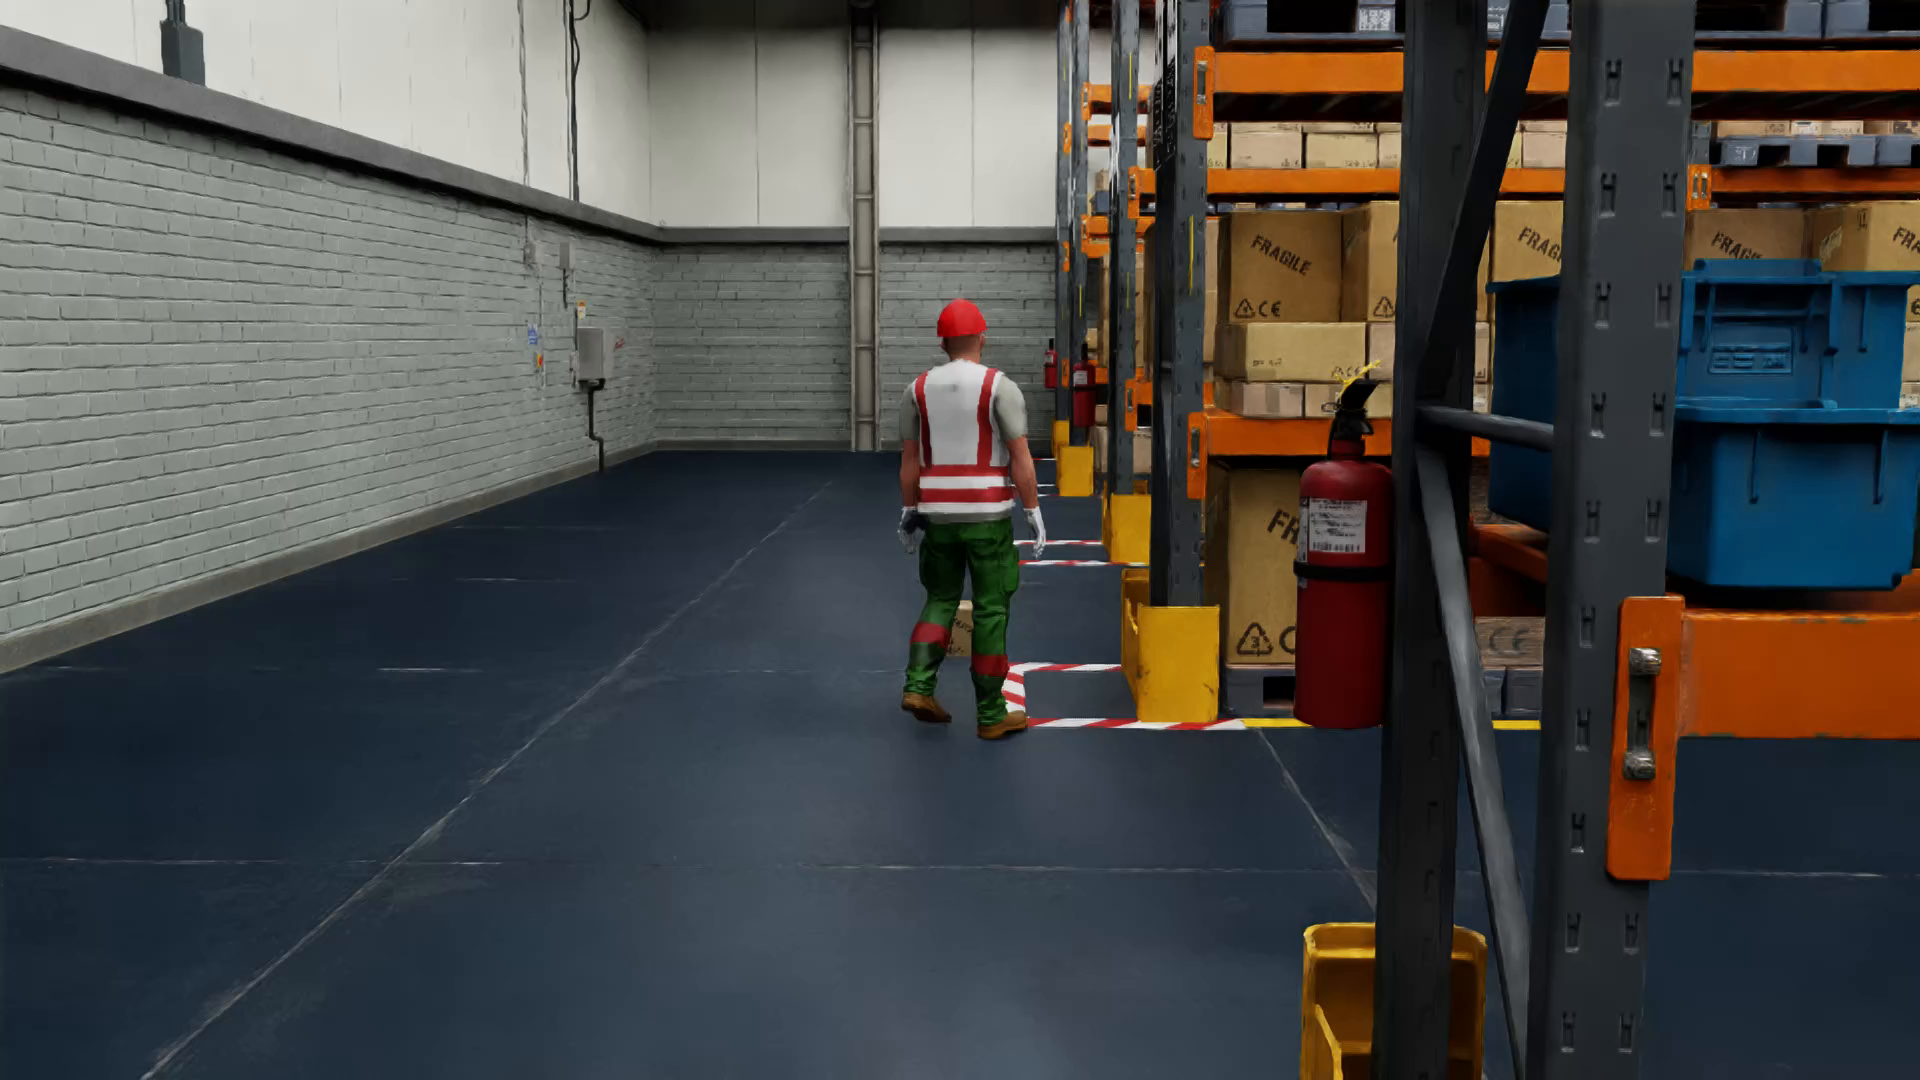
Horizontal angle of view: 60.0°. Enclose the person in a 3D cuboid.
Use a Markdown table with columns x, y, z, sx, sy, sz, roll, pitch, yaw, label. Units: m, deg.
| x | y | z | sx | sy | sz | roll | pitch | yaw | label |
| --- | --- | --- | --- | --- | --- | --- | --- | --- | --- |
| 0.045 | -0.087 | 6.819 | 0.646 | 1.792 | 0.422 | 3 | 8 | 22 | person |
